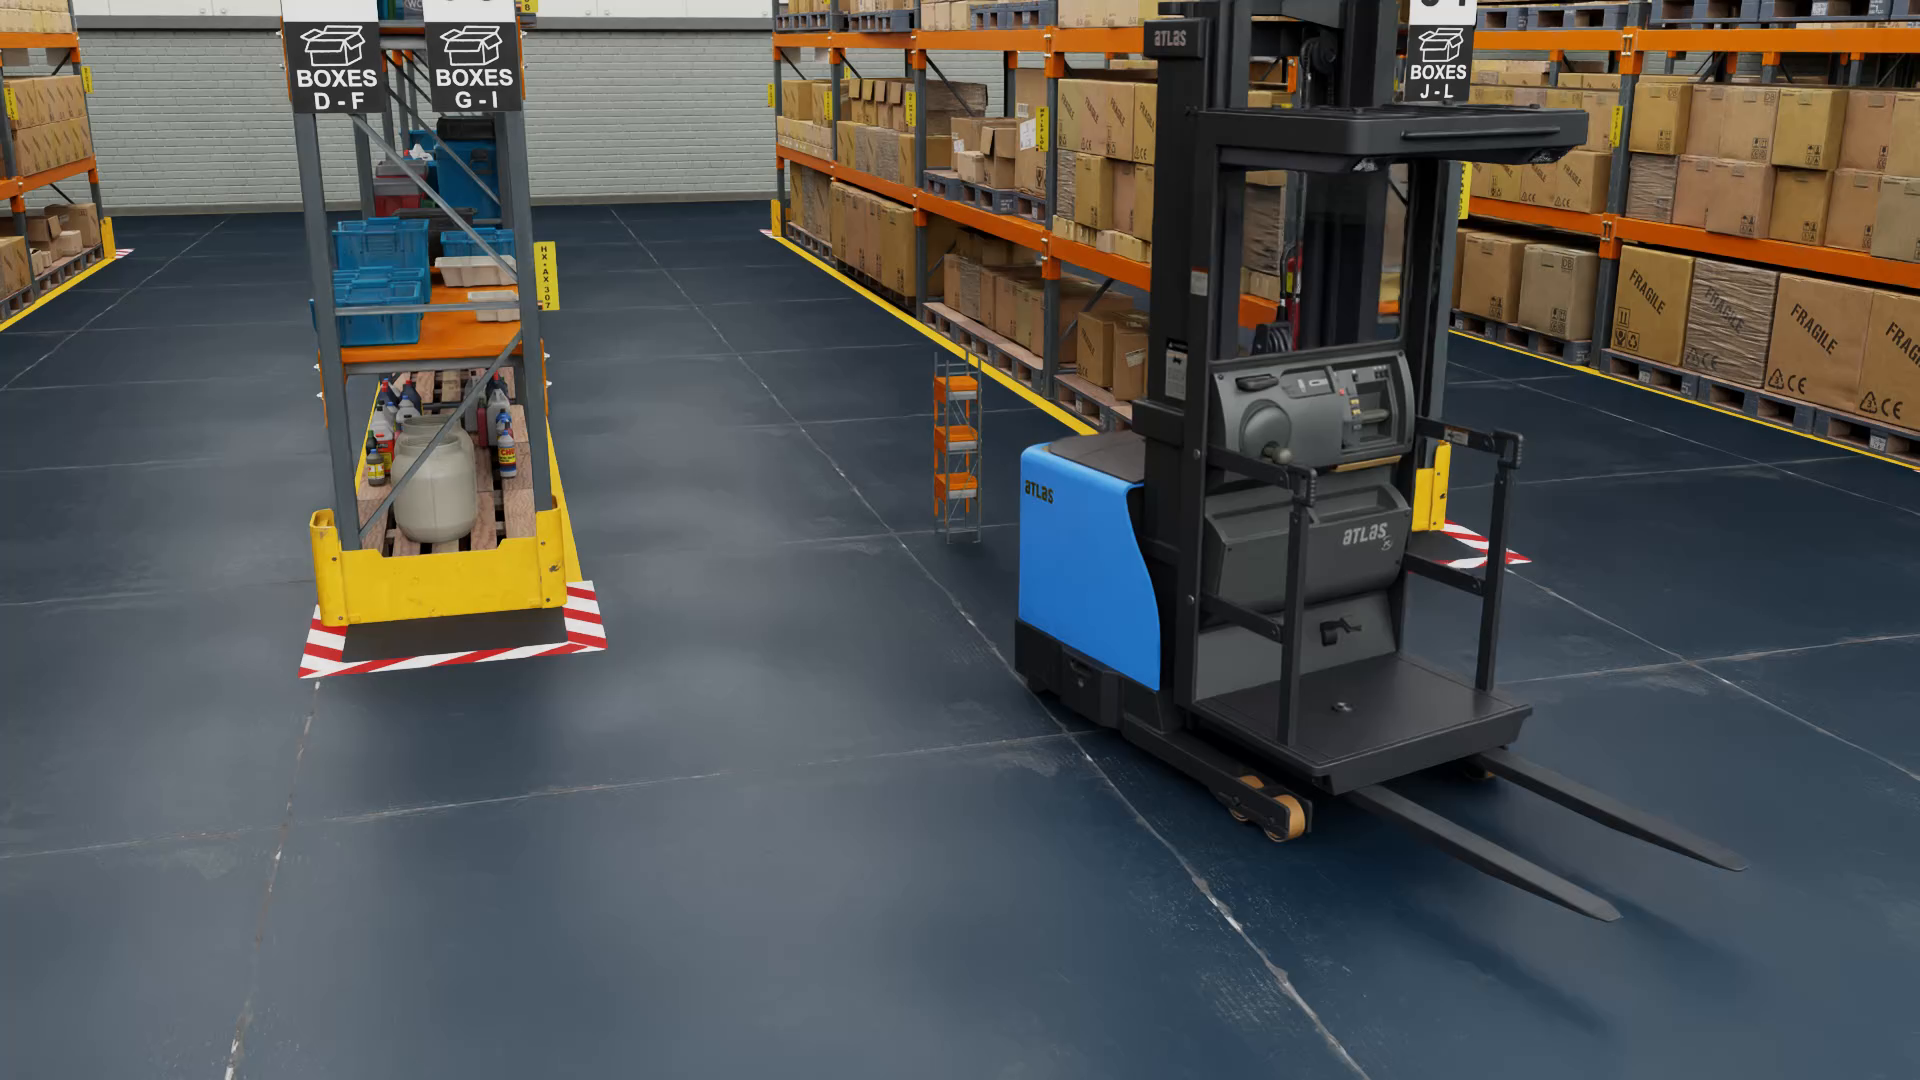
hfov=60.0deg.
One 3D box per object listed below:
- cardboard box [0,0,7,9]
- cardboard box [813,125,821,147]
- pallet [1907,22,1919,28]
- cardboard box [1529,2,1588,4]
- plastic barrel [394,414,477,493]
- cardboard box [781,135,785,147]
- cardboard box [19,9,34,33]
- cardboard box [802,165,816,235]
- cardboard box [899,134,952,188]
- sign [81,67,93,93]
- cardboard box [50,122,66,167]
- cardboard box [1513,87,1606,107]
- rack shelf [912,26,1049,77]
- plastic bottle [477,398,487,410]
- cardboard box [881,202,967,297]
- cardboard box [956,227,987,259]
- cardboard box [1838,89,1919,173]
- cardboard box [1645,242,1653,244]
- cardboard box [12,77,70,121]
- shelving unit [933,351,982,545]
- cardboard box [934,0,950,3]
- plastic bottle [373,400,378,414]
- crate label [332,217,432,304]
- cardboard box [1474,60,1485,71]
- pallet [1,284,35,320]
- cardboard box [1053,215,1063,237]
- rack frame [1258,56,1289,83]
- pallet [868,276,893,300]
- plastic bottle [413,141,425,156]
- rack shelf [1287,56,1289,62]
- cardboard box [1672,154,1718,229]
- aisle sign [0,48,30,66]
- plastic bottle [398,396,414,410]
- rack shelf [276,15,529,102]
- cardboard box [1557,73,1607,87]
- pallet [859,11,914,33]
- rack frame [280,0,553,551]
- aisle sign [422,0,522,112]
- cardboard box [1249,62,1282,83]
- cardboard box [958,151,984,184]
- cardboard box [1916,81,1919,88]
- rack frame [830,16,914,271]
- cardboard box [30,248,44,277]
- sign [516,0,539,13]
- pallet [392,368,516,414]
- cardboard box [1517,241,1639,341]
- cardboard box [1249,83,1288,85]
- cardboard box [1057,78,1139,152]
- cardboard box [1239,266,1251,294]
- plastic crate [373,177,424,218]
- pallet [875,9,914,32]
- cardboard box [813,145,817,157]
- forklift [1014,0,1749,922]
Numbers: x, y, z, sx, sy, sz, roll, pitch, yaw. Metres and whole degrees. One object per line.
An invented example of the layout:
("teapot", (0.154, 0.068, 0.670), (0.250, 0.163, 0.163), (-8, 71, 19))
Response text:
("cardboard box", (-10.468, -5.776, 17.644), (0.500, 0.250, 0.500), (-5, 17, -15))
("cardboard box", (-1.565, -5.115, 21.009), (0.500, 0.250, 0.500), (-4, 17, -14))
("pallet", (10.325, -5.183, 16.605), (1.213, 0.211, 1.003), (-5, 17, -15))
("cardboard box", (5.596, -5.332, 15.698), (0.500, 0.500, 0.500), (-5, 17, -15))
("plastic barrel", (-2.904, -0.413, 9.208), (0.421, 0.512, 0.421), (0, 17, 0))
("cardboard box", (-2.294, -5.591, 23.287), (0.380, 0.149, 0.250), (-5, 17, -16))
("cardboard box", (-10.738, -5.813, 18.638), (0.500, 0.250, 0.500), (-5, 17, -15))
("cardboard box", (-1.643, -4.667, 22.739), (0.875, 0.875, 0.875), (-5, 17, -15))
("cardboard box", (-0.322, -3.858, 16.908), (0.500, 0.500, 0.500), (-4, 17, -14))
("sign", (-11.133, -5.868, 21.212), (0.100, 0.325, 0.005), (-5, 17, -15))
("cardboard box", (-10.871, -4.648, 19.539), (0.500, 0.500, 0.500), (-5, 17, -16))
("cardboard box", (5.524, -3.897, 15.298), (0.700, 0.500, 0.500), (-5, 17, -15))
("rack shelf", (0.602, -4.232, 14.364), (1.077, 0.370, 4.000), (-5, 17, -15))
("plastic bottle", (-3.107, -0.792, 10.832), (0.061, 0.283, 0.133), (-5, 17, -15))
("cardboard box", (-0.117, -3.069, 17.420), (1.225, 0.875, 0.875), (-6, 18, -18))
("cardboard box", (0.265, -2.883, 16.113), (0.500, 0.250, 0.500), (-4, 17, -13))
("cardboard box", (6.720, -2.850, 11.588), (0.875, 0.550, 0.550), (-5, 17, -15))
("cardboard box", (9.230, -4.105, 20.867), (0.875, 0.875, 0.875), (-4, 17, -15))
("cardboard box", (-10.999, -5.267, 19.859), (0.500, 0.500, 0.500), (-4, 17, -14))
("shelving unit", (-0.015, -0.518, 9.350), (0.215, 1.050, 0.252), (-5, 17, -15))
("cardboard box", (0.070, -5.126, 15.047), (0.500, 0.500, 0.500), (-5, 17, -15))
("plastic bottle", (-3.731, -0.748, 10.685), (0.061, 0.283, 0.133), (-4, 17, -13))
("crate label", (-3.277, -1.594, 9.482), (0.502, 0.435, 0.616), (-5, 17, -15))
("cardboard box", (7.718, -6.906, 24.190), (0.380, 0.149, 0.250), (-5, 17, -15))
("pallet", (-10.313, -2.460, 17.275), (1.003, 0.211, 1.213), (-5, 17, -15))
("cardboard box", (0.921, -2.383, 12.609), (0.380, 0.149, 0.250), (-5, 17, -15))
("rack frame", (3.750, -5.164, 21.429), (1.000, 3.000, 0.127), (-5, 17, -15))
("pallet", (-0.424, -2.919, 18.802), (1.003, 0.211, 1.213), (-5, 17, -15))
("plastic bottle", (-6.013, -4.250, 18.474), (0.144, 0.351, 0.185), (-5, 17, -15))
("rack shelf", (4.299, -5.703, 19.259), (1.077, 0.370, 4.000), (-5, 17, -15))
("cardboard box", (6.234, -2.771, 13.204), (0.875, 0.550, 0.550), (-5, 17, -15))
("aisle sign", (-11.973, -6.365, 20.908), (0.394, 0.787, 0.004), (-5, 17, -15))
("plastic bottle", (-3.632, -0.813, 10.921), (0.097, 0.271, 0.097), (0, 17, 0))
("rack shelf", (-3.061, -2.734, 9.377), (1.077, 0.370, 4.000), (-5, 17, -15))
("cardboard box", (8.326, -5.966, 22.186), (0.500, 0.500, 0.500), (-4, 17, -15))
("pallet", (-0.486, -5.522, 17.737), (1.003, 0.211, 1.213), (-4, 17, -13))
("rack frame", (-2.511, -1.089, 7.863), (1.000, 3.000, 0.127), (-5, 17, -15))
("aisle sign", (-2.210, -2.337, 7.500), (0.394, 0.787, 0.004), (-5, 17, -15))
("cardboard box", (3.860, -5.977, 21.708), (0.500, 0.500, 0.500), (-4, 17, -14))
("cardboard box", (0.292, -3.341, 14.891), (0.500, 0.250, 0.500), (-5, 17, -17))
("cardboard box", (10.302, -4.749, 17.499), (0.380, 0.149, 0.250), (-6, 18, -18))
("rack frame", (-1.047, -4.800, 20.217), (1.000, 3.000, 0.127), (-5, 17, -15))
("cardboard box", (-10.480, -3.074, 18.380), (0.500, 0.311, 0.500), (-5, 17, -15))
("sign", (-1.981, -2.572, 7.571), (0.100, 0.325, 0.005), (-5, 17, -15))
("pallet", (-3.864, -1.074, 12.661), (1.003, 0.211, 1.213), (-5, 17, -15))
("cardboard box", (5.691, -2.239, 14.874), (1.050, 0.750, 0.750), (-5, 17, -16))
("cardboard box", (1.949, -2.738, 10.925), (0.500, 0.500, 0.500), (-5, 17, -15))
("cardboard box", (1.031, -3.112, 12.168), (0.500, 0.500, 0.500), (-5, 17, -15))
("cardboard box", (1.788, -1.557, 9.858), (0.380, 0.149, 0.250), (-5, 17, -15))
("plastic crate", (-4.038, -2.336, 11.903), (0.402, 0.464, 0.583), (-5, 17, -15))
("pallet", (-0.176, -5.213, 16.708), (1.213, 0.211, 1.003), (-4, 17, -13))
("cardboard box", (-1.658, -4.951, 21.158), (0.380, 0.149, 0.250), (-4, 17, -14))
("forklift", (1.429, -0.485, 5.972), (1.130, 2.935, 3.031), (-10, 19, -30))
